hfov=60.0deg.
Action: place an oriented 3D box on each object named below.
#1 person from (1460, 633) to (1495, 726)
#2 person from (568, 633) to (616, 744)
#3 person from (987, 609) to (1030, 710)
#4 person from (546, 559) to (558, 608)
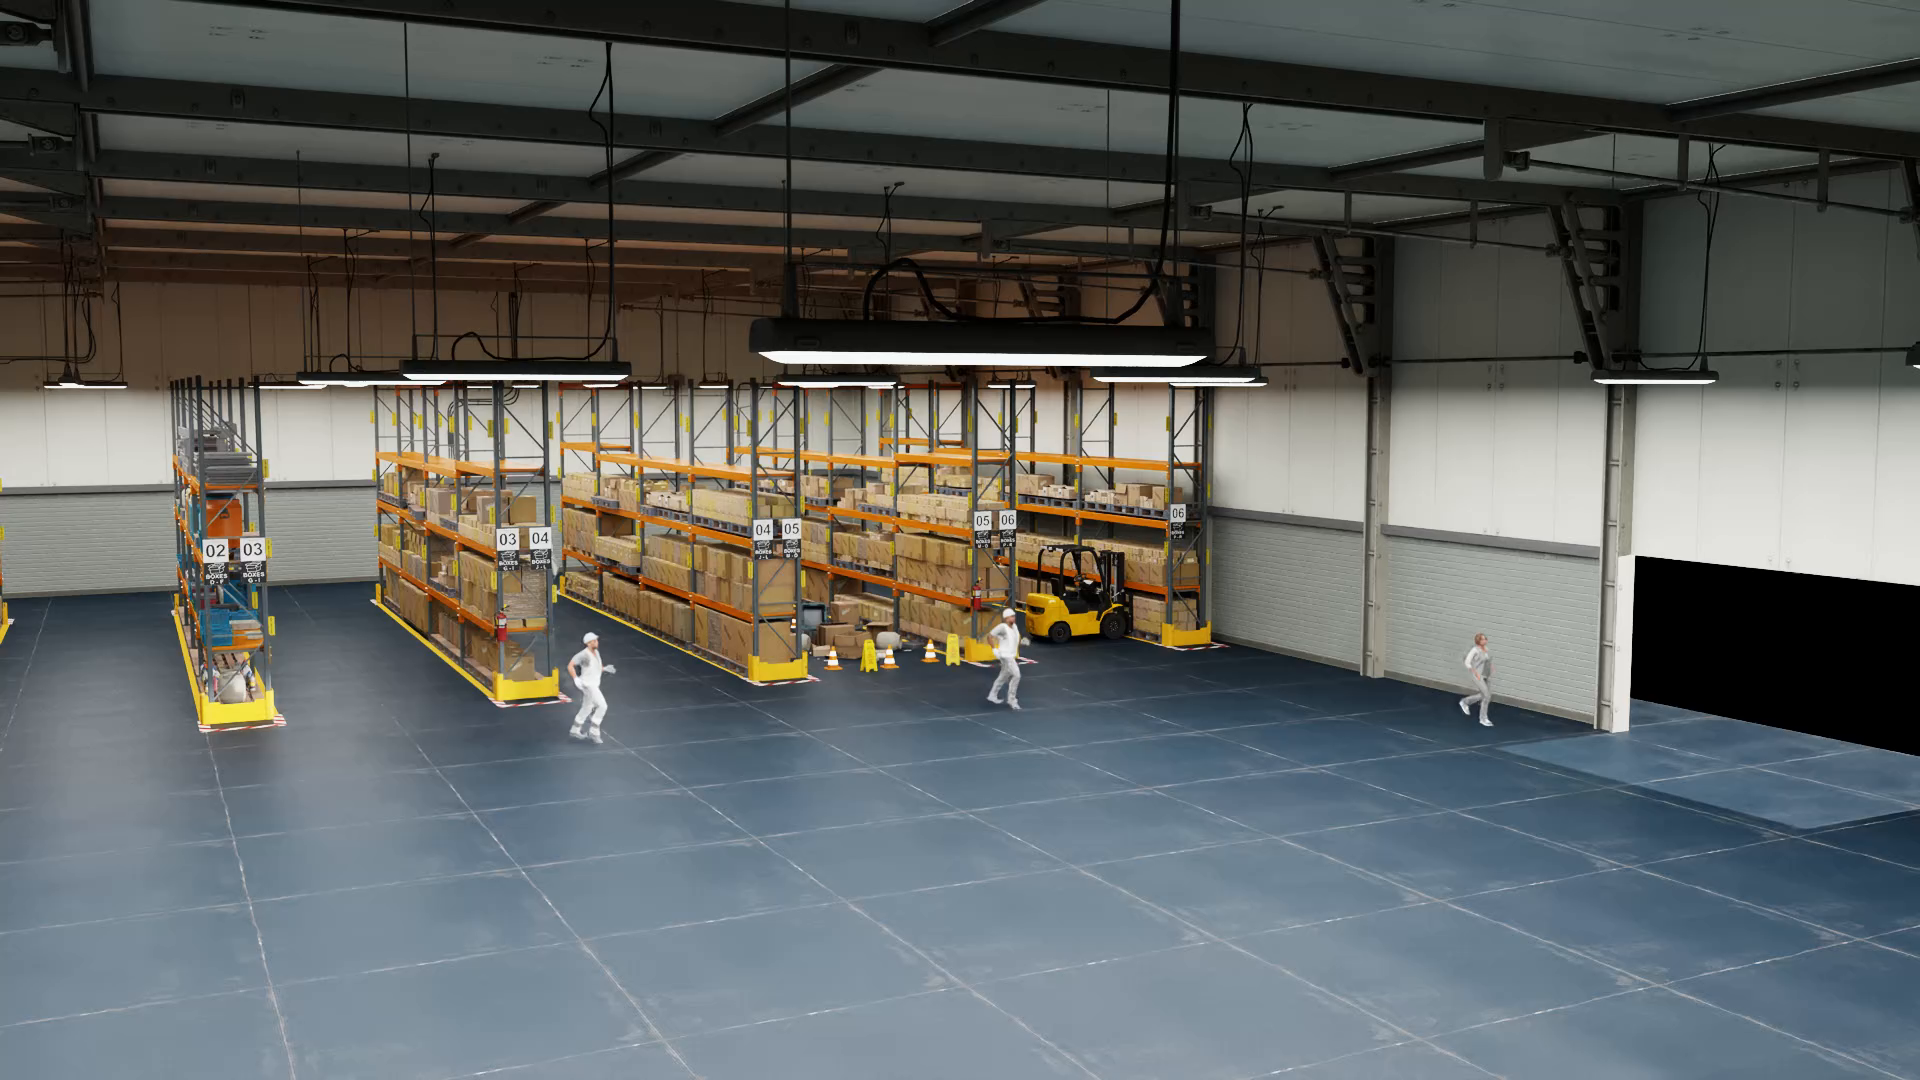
[{"bbox_3d":[8.957,2.393,28.763,0.534,1.587,0.669,-4,6,-37],"label":"person"},{"bbox_3d":[-6.032,2.422,27.198,0.774,1.828,0.638,0,5,4],"label":"person"},{"bbox_3d":[0.867,2.153,30.188,0.796,1.829,0.659,2,5,21],"label":"person"},{"bbox_3d":[-10.815,1.038,43.490,0.622,1.686,0.695,-2,6,-23],"label":"person"}]
